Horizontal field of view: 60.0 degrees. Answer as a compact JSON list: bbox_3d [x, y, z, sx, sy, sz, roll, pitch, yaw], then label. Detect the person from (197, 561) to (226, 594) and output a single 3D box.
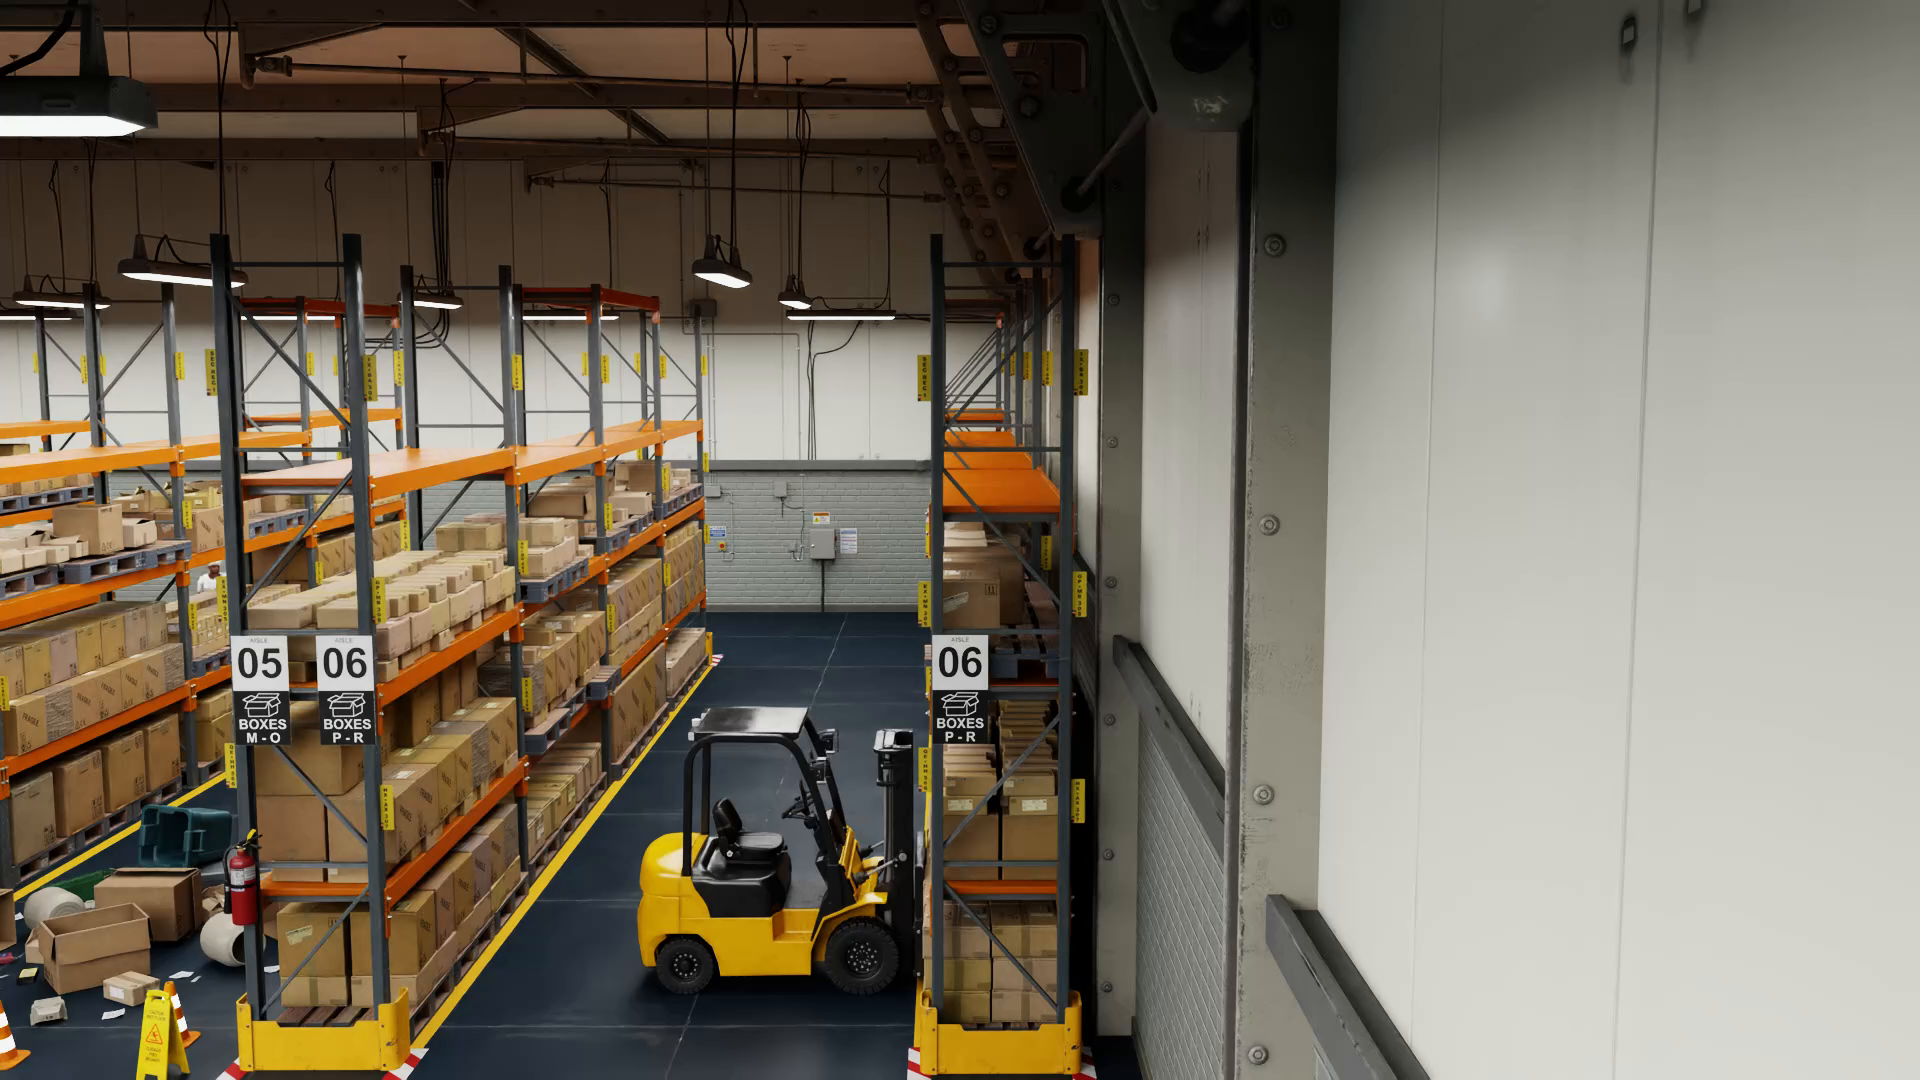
[{"bbox_3d":[-12.793,1.163,28.585,0.741,1.724,1.080,0,6,-4],"label":"person"}]
